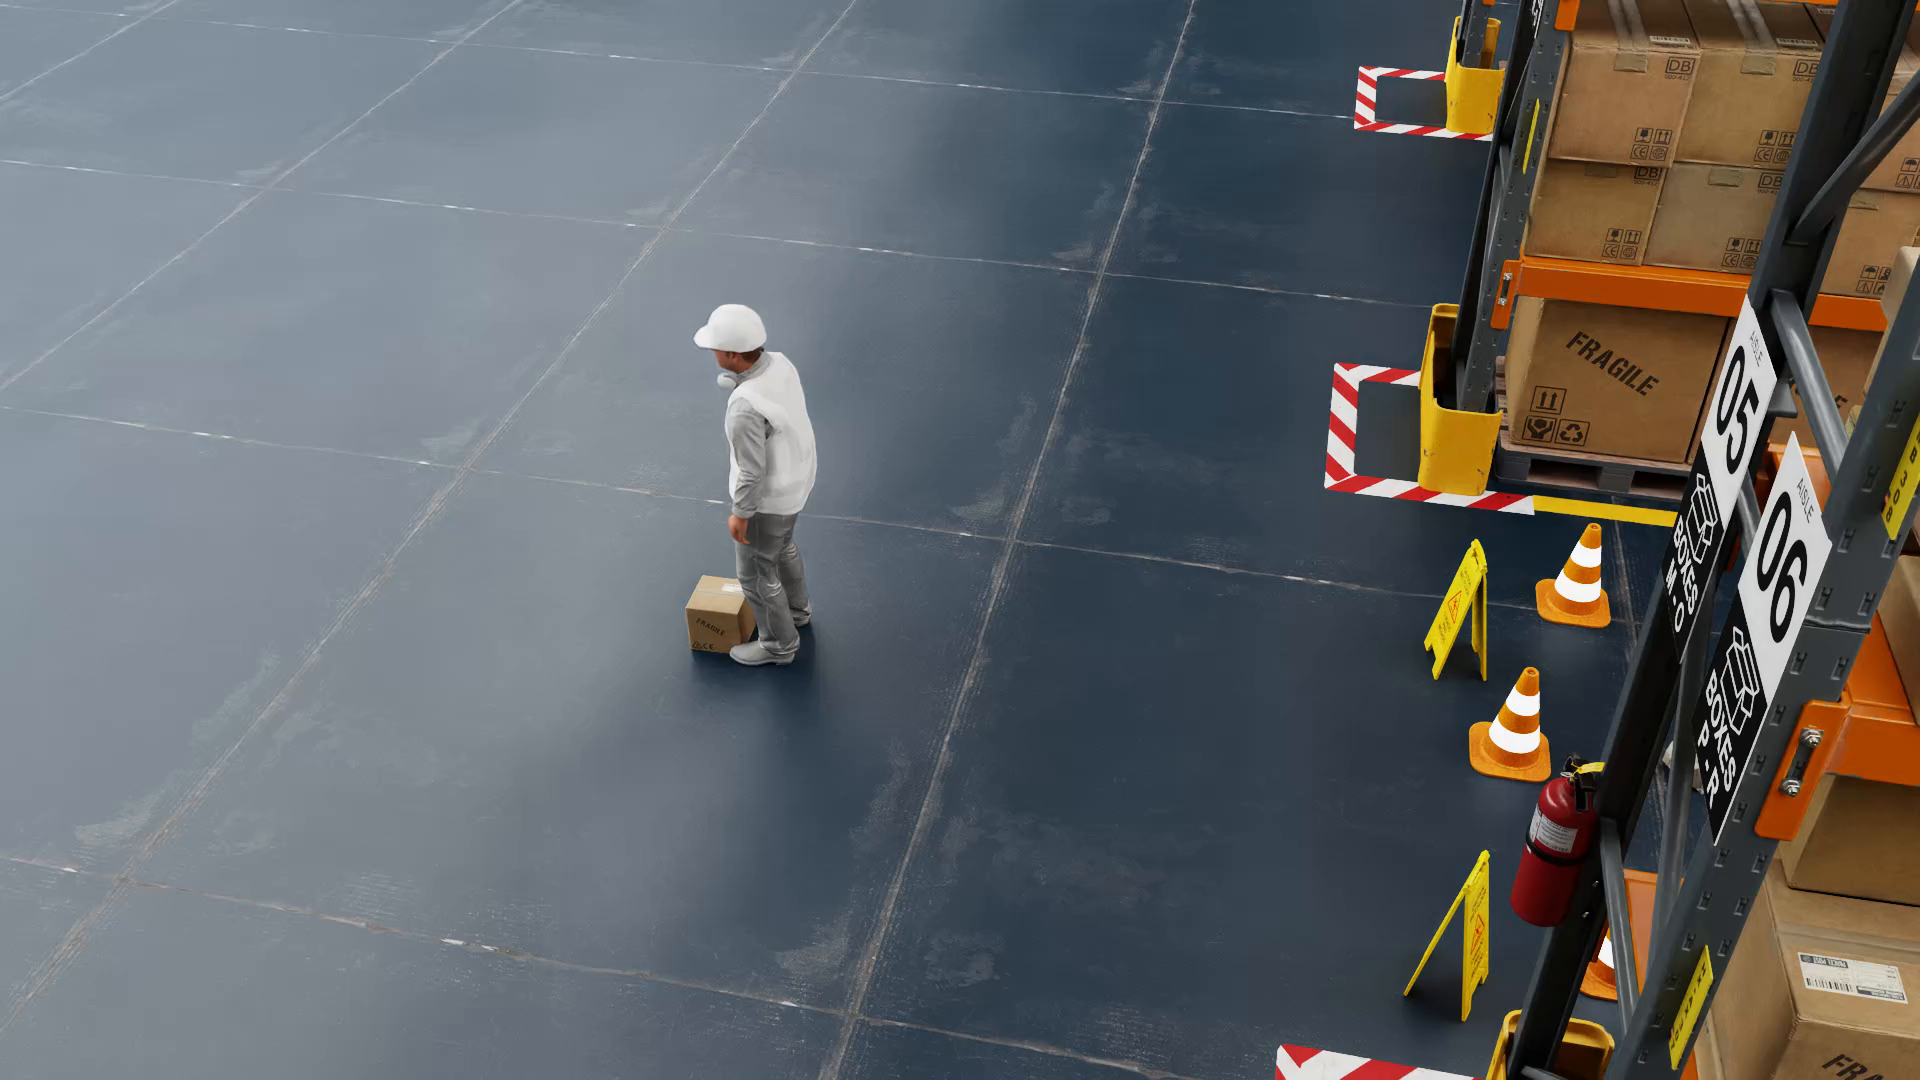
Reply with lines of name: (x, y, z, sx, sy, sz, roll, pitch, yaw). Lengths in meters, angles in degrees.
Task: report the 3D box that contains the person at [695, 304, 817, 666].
person: (-0.856, -0.236, 7.264, 0.461, 1.772, 0.580, 7, 37, 10)
